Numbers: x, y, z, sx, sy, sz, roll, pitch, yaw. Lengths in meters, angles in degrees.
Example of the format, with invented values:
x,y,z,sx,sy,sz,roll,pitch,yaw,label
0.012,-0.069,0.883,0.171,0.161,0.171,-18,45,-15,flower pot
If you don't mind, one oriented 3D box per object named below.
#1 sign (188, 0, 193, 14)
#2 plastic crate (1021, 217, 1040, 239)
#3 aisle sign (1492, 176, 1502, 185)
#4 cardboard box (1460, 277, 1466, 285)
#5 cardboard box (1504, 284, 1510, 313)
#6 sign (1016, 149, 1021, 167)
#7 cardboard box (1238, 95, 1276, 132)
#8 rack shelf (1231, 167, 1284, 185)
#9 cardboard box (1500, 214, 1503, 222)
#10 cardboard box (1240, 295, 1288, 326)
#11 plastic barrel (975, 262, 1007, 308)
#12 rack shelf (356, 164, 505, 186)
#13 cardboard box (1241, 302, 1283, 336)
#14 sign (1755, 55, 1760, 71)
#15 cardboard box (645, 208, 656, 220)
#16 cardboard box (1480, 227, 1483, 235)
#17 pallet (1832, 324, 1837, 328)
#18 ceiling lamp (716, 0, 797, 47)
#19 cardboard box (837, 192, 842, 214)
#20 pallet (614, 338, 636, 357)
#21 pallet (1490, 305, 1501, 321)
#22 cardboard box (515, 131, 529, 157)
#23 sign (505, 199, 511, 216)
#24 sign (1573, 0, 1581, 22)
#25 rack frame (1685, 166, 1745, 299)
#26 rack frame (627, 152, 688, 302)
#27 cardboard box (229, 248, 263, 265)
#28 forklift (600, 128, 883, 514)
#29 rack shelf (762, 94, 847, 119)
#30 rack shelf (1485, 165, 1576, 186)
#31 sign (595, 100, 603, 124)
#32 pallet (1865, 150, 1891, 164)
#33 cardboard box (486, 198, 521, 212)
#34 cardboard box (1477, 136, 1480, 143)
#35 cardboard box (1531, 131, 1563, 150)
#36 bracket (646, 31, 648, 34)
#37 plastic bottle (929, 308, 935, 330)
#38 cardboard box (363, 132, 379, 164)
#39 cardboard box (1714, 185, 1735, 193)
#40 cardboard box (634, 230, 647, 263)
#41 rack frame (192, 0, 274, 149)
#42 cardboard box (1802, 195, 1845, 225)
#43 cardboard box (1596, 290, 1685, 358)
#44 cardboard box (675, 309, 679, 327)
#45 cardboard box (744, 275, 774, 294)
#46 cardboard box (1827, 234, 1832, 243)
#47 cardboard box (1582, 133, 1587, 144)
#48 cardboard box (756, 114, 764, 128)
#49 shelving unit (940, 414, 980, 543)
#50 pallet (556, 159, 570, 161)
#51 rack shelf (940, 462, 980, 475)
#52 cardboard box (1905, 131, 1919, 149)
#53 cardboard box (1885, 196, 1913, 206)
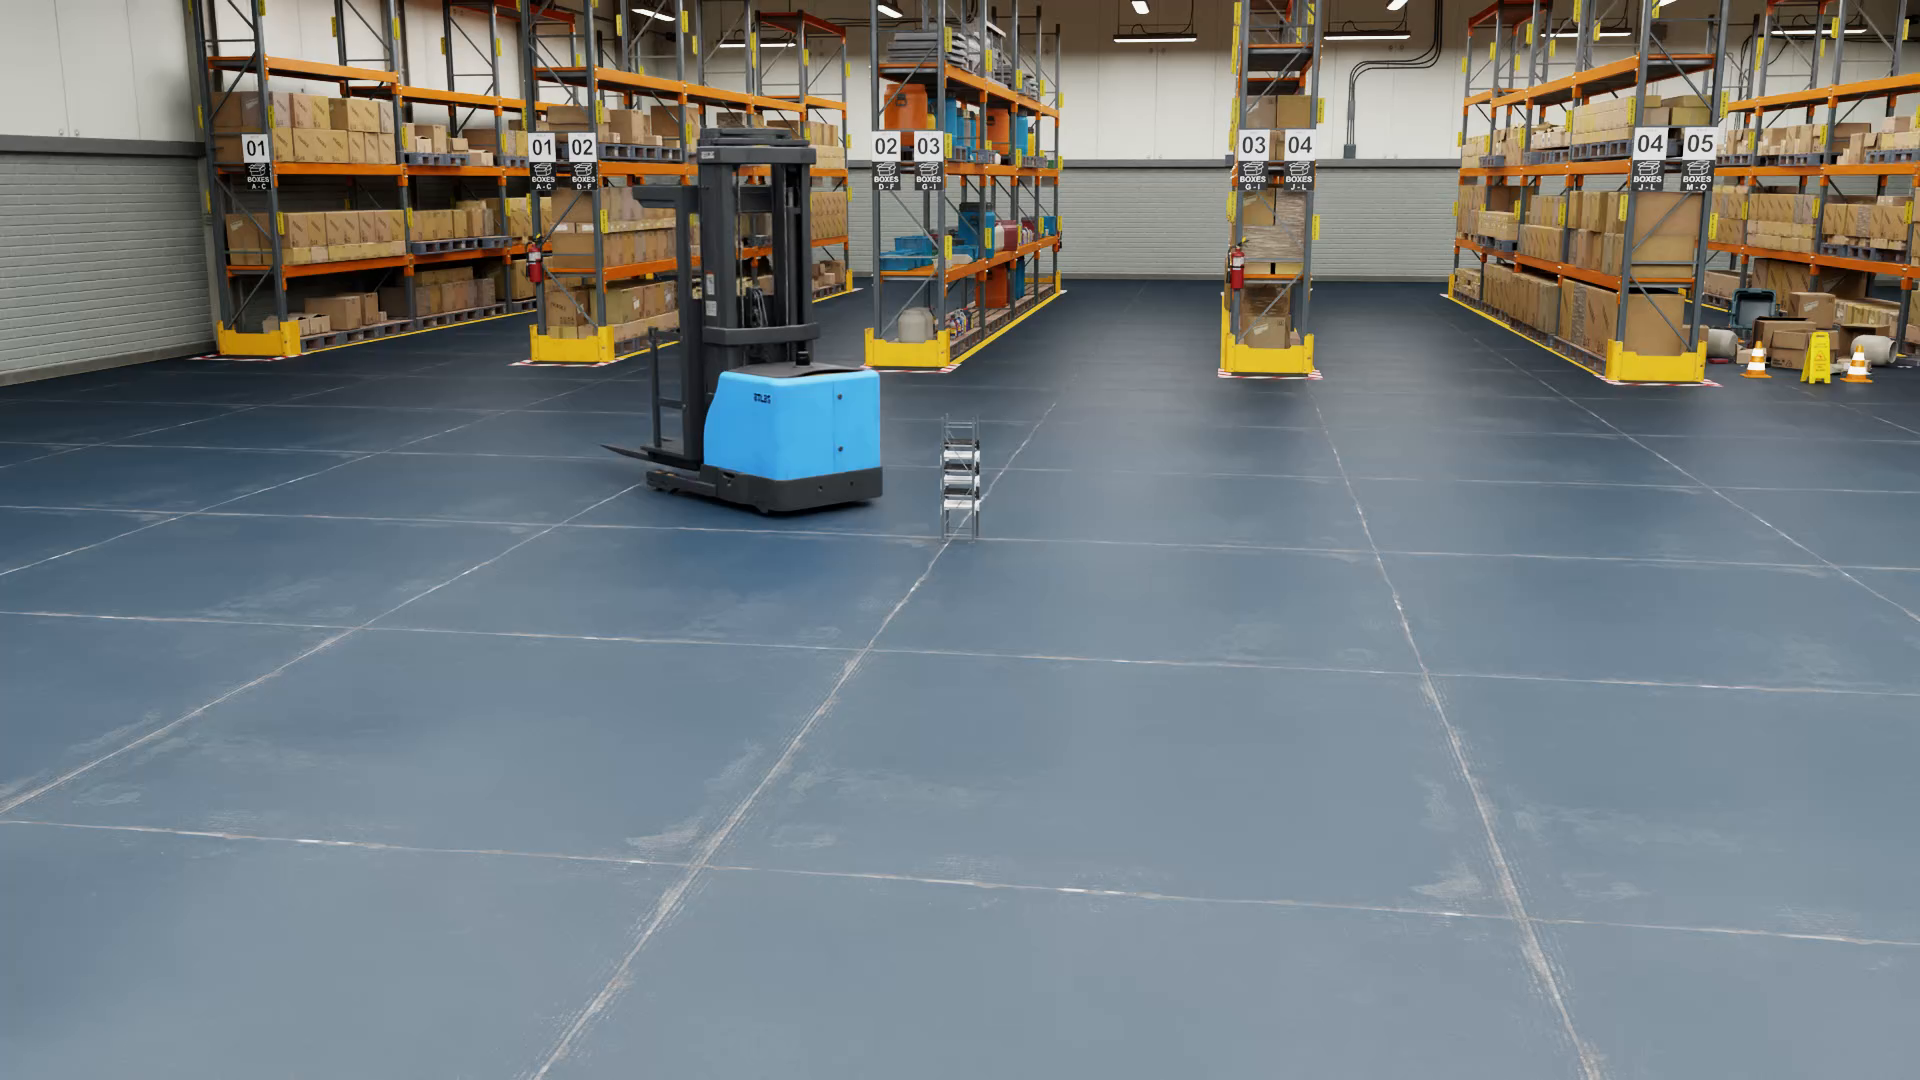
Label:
x,y,z,sx,sy,sz,roll,pitch,yaw,label
-11.038,-7.725,23.884,0.100,0.325,0.005,2,12,9,sign
1.527,-6.651,35.441,0.402,0.464,0.583,2,12,9,plastic crate
11.844,-8.180,36.657,0.394,0.787,0.004,2,12,9,aisle sign
11.007,-5.601,35.926,0.380,0.149,0.250,2,12,10,cardboard box
10.149,-4.367,30.072,0.500,0.500,0.500,2,12,8,cardboard box
1.071,-6.979,30.385,0.100,0.325,0.005,2,12,9,sign
4.178,-5.990,23.419,0.500,0.500,0.500,2,12,9,cardboard box
5.728,-6.951,31.713,1.077,0.370,4.000,2,12,9,rack shelf
10.009,-5.835,30.135,0.380,0.149,0.250,2,12,10,cardboard box
4.921,-3.707,26.965,0.700,0.500,0.500,1,12,4,cardboard box
0.585,-4.827,31.426,0.600,0.830,0.708,2,12,9,plastic barrel
-9.570,-6.599,30.083,1.077,0.370,4.000,2,12,9,rack shelf
4.624,-3.369,25.442,0.500,0.500,0.500,6,14,27,cardboard box
16.977,-10.171,35.425,0.100,0.325,0.005,2,12,9,sign
-5.199,-5.290,26.102,0.700,0.500,0.500,2,12,9,cardboard box
10.369,-6.028,32.444,0.380,0.149,0.250,2,12,10,cardboard box
15.091,-3.573,28.071,1.003,0.211,1.213,2,12,9,pallet
-5.124,-13.830,40.949,2.000,3.185,0.800,2,12,9,ceiling lamp
-3.011,-7.738,38.167,0.500,0.500,0.500,2,12,10,cardboard box
-5.522,-2.874,24.826,1.003,0.211,1.213,2,12,9,pallet
10.617,-4.291,31.402,1.003,0.211,1.213,2,12,9,pallet
-9.117,-7.961,33.412,0.700,0.500,0.500,3,12,12,cardboard box
-8.725,-6.413,32.069,0.100,0.325,0.005,2,12,9,sign
9.153,-7.848,24.646,0.100,0.325,0.005,2,12,9,sign
16.443,-6.764,36.259,1.000,3.000,0.127,2,12,9,rack frame
-4.983,-4.909,27.651,1.000,3.000,0.127,2,12,9,rack frame
-10.613,-4.276,25.023,0.500,0.250,0.500,2,12,9,cardboard box
-1.975,-1.882,13.768,1.130,2.935,3.031,-11,16,-41,forklift
-3.445,-9.570,36.754,1.077,0.370,4.000,2,12,9,rack shelf
10.613,-6.769,30.870,1.077,0.370,4.000,2,12,9,rack shelf
-5.050,-5.989,23.281,0.100,0.325,0.005,2,12,9,sign
14.954,-5.981,25.954,1.213,0.211,1.003,2,12,9,pallet
-8.934,-6.564,32.560,0.500,0.250,0.500,2,12,10,cardboard box
10.872,-8.247,34.243,0.380,0.149,0.250,2,12,8,cardboard box
9.977,-6.771,28.151,0.500,0.311,0.500,2,12,9,cardboard box
-8.057,-12.924,42.057,0.235,0.232,0.430,2,12,9,bracket
-0.481,-3.508,26.396,0.144,0.351,0.185,2,12,9,plastic bottle
-9.802,-6.375,27.052,0.500,0.500,0.500,1,12,4,cardboard box
15.901,-7.284,34.523,0.380,0.149,0.250,2,12,9,cardboard box
-5.278,-4.544,25.721,0.700,0.500,0.500,2,12,10,cardboard box
-10.493,-7.168,23.896,1.000,3.000,0.127,2,12,9,rack frame
15.034,-5.752,28.954,0.500,0.500,0.500,2,12,7,cardboard box
9.114,-2.883,22.295,0.875,0.875,0.875,2,12,9,cardboard box
-4.838,-3.666,27.415,0.500,0.250,0.500,2,12,9,cardboard box
-3.940,-4.929,32.635,0.500,0.500,0.500,1,12,7,cardboard box
14.979,-5.119,28.228,0.380,0.149,0.250,1,12,5,cardboard box
9.182,-5.780,23.936,0.380,0.149,0.250,2,12,8,cardboard box
-4.137,-8.048,32.488,0.500,0.500,0.500,2,12,9,cardboard box
0.001,-0.442,11.906,0.258,0.900,0.210,2,12,9,shelving unit
-8.740,-7.914,34.930,0.805,0.209,1.217,1,12,6,pallet
0.001,-0.497,11.894,0.258,0.077,0.200,2,12,9,rack shelf
14.544,-5.990,24.909,0.500,0.250,0.500,2,12,8,cardboard box
14.538,-5.230,25.661,0.380,0.149,0.250,2,12,7,cardboard box
